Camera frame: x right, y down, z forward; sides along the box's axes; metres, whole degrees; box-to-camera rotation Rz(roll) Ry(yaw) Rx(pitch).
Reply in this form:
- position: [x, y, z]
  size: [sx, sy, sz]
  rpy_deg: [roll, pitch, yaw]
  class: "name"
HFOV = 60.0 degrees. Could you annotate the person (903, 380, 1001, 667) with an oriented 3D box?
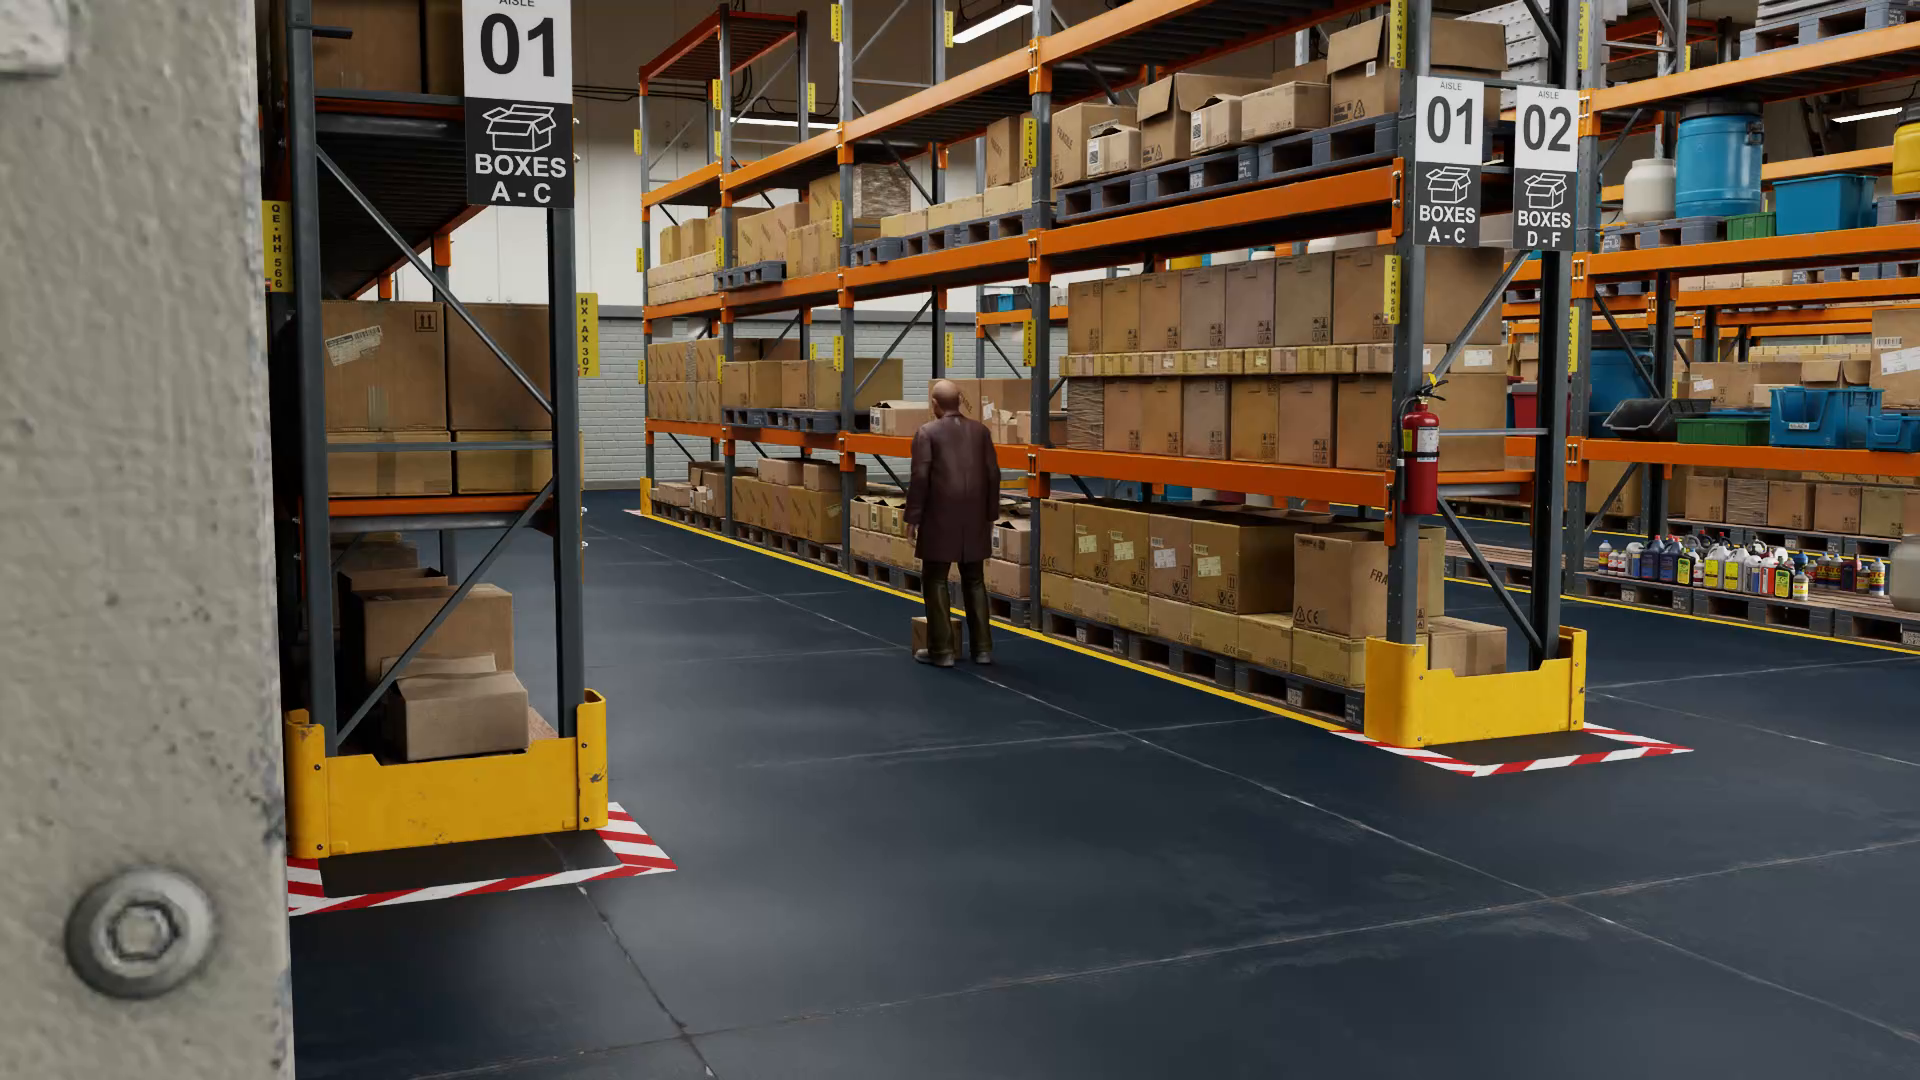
- position: [-0.048, -0.047, 10.397]
  size: [0.654, 1.650, 0.416]
  rpy_deg: [-2, 6, -24]
  class: "person"
